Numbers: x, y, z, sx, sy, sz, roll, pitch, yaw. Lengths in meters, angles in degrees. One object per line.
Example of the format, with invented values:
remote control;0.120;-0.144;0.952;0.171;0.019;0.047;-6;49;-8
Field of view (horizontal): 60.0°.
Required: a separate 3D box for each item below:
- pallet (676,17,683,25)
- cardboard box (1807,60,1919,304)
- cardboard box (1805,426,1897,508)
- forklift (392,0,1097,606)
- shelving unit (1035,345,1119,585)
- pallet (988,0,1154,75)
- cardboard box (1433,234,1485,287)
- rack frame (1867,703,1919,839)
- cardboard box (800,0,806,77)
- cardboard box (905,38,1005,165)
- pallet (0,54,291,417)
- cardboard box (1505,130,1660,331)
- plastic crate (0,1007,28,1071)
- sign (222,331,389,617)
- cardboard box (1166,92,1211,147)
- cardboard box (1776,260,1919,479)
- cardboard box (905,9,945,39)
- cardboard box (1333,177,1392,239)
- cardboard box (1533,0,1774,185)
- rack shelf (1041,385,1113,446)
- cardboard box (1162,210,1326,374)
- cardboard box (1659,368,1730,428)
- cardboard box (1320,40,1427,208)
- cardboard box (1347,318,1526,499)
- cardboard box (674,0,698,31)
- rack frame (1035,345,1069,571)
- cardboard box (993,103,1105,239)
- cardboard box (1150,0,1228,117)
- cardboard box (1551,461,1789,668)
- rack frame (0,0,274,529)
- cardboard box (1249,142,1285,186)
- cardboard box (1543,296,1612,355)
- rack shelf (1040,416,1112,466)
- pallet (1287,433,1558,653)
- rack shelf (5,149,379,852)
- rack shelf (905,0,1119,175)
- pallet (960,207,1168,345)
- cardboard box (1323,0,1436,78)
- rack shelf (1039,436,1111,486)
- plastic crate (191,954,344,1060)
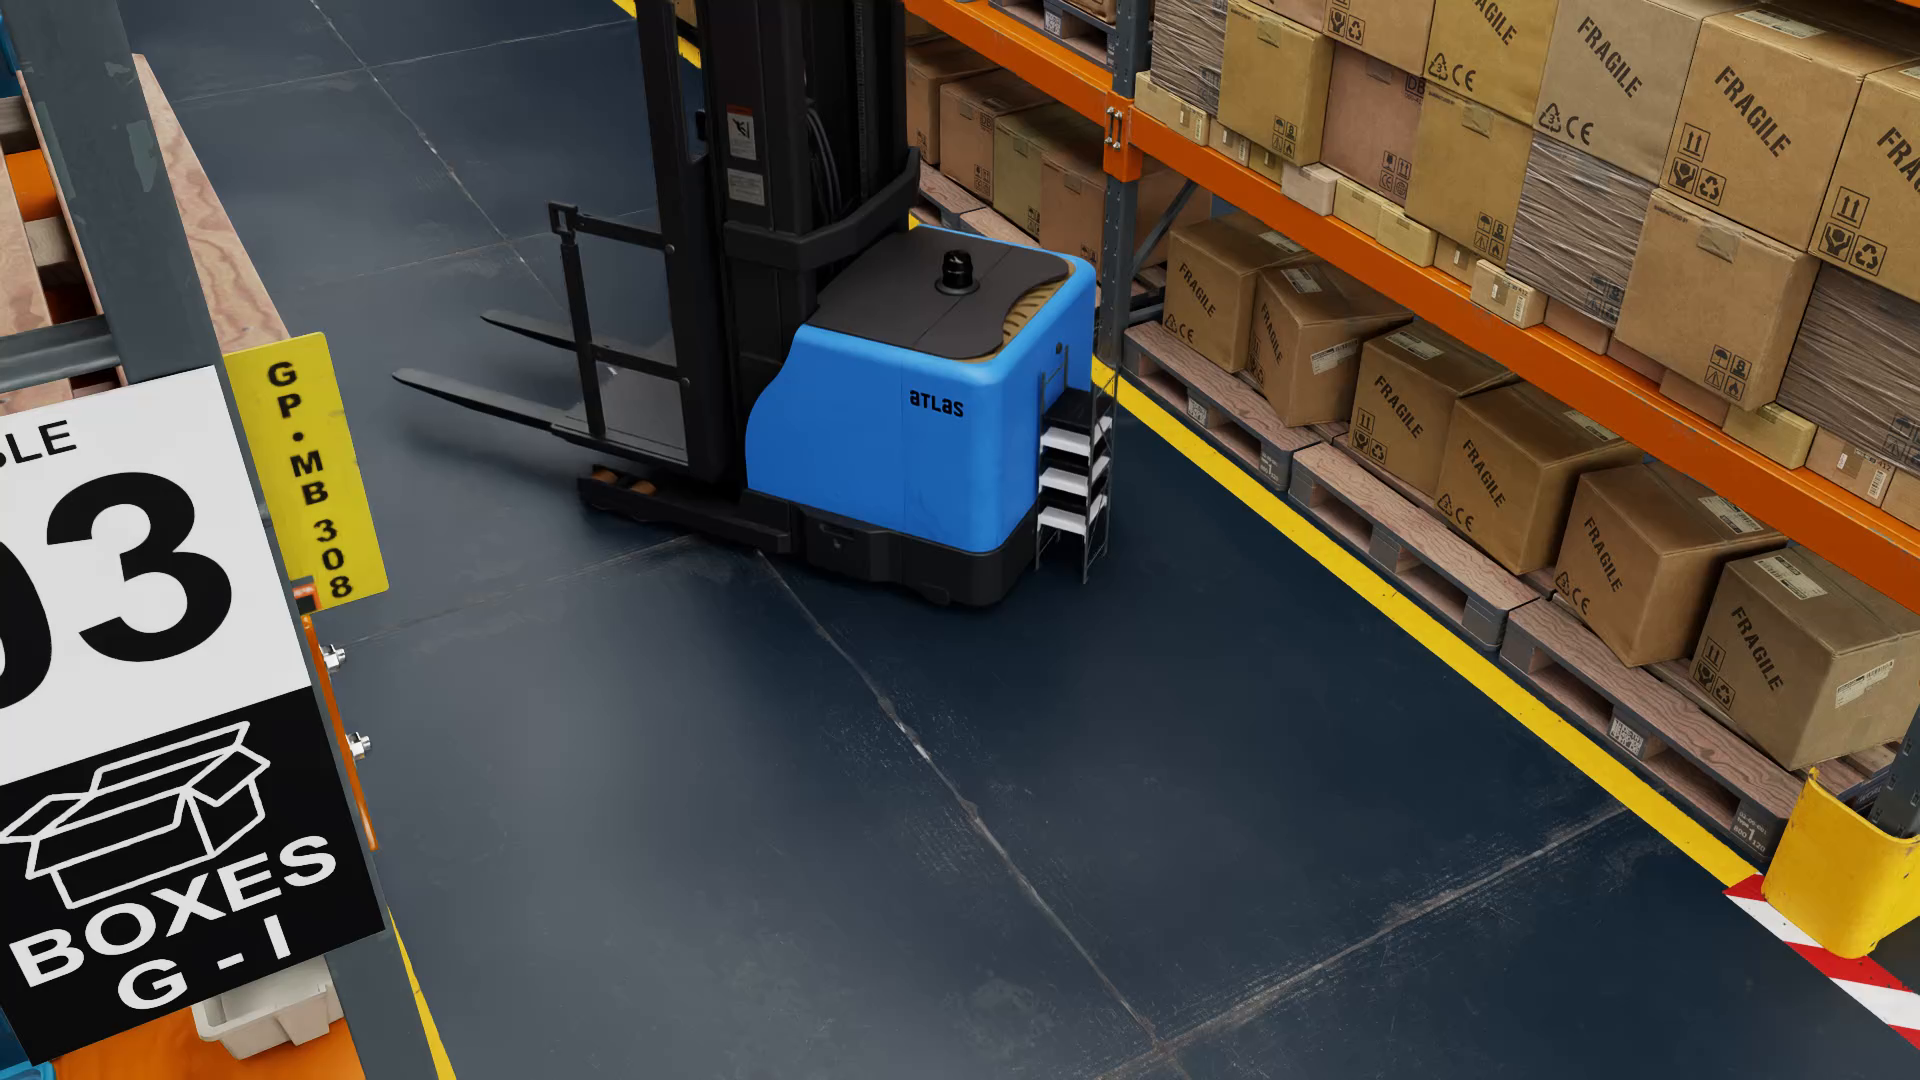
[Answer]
pallet;-1.835;-4.154;12.259;1.003;0.211;1.213;-19;40;-24
cardboard box;2.634;-0.926;4.290;0.500;0.500;0.500;-19;40;-24
cardboard box;2.677;-0.265;4.783;0.380;0.149;0.250;-19;40;-24
forklift;-1.014;-1.522;6.349;3.031;2.935;1.130;16;39;21
shelving unit;0.444;-0.278;6.368;0.210;0.900;0.258;16;39;21
pallet;0.856;-2.550;7.861;1.003;0.211;1.213;-19;40;-24
cardboard box;1.892;-1.019;5.815;0.380;0.149;0.250;-19;40;-24
rack frame;3.124;-0.155;4.418;1.000;3.000;0.127;-19;40;-24
cardboard box;-0.541;-3.067;10.152;0.700;0.500;0.500;-21;41;-26
cardboard box;0.039;-2.501;9.377;0.700;0.500;0.500;-16;39;-20
pallet;-1.490;-0.273;2.197;1.003;0.211;1.213;-19;40;-24
cardboard box;2.302;-1.091;5.363;0.875;0.500;0.500;-19;40;-24
plastic crate;-1.990;0.874;3.137;0.499;0.251;0.408;-19;40;-24
sign;-0.681;-0.063;1.742;0.100;0.325;0.005;-19;40;-24
cardboard box;1.077;-1.763;6.833;0.380;0.149;0.250;-19;40;-24
cardboard box;2.871;-0.604;4.696;0.875;0.500;0.500;-19;40;-24
cardboard box;-0.258;-3.105;9.569;0.500;0.250;0.500;-14;39;-19
cardboard box;1.611;-1.264;6.150;0.380;0.149;0.250;-19;40;-24
cardboard box;2.129;-1.435;4.987;0.500;0.500;0.500;-19;40;-24
rack shelf;0.444;-0.469;6.228;0.200;0.077;0.258;16;39;21
cardboard box;1.281;-1.139;7.529;0.500;0.500;0.500;-20;41;-25
cardboard box;2.395;-0.509;5.117;0.380;0.149;0.250;-19;40;-24
cardboard box;1.846;-1.617;6.083;0.875;0.500;0.500;-19;40;-24
cardboard box;1.955;-0.556;6.731;0.500;0.500;0.500;-23;42;-28
cardboard box;-1.224;-3.904;10.997;1.225;0.875;0.875;-21;41;-26
rack frame;0.353;-0.304;6.403;0.006;0.900;0.240;16;39;21
cardboard box;0.601;-1.931;8.597;0.700;0.500;0.500;-19;40;-24
cardboard box;1.287;-2.107;6.755;0.875;0.500;0.500;-19;40;-24
cardboard box;2.495;0.067;5.878;0.500;0.500;0.500;-9;37;-12
rack frame;-1.159;-1.110;0.640;1.000;3.000;0.127;-19;40;-24
cardboard box;1.360;-1.519;6.499;0.380;0.149;0.250;-19;40;-24
cardboard box;2.160;-0.770;5.474;0.380;0.149;0.250;-19;40;-24
rack shelf;0.444;-0.396;6.281;0.200;0.077;0.258;16;39;21
pallet;2.099;-0.113;6.726;1.003;0.211;1.213;-19;40;-24
rack shelf;-2.163;-0.628;3.133;1.077;0.370;4.000;-19;40;-24
rack shelf;0.109;-2.924;8.820;1.077;0.370;4.000;-19;40;-24
pallet;0.722;-1.465;8.577;1.003;0.211;1.213;-19;40;-24
cardboard box;1.624;-1.944;5.684;0.500;0.500;0.500;-19;40;-24
rack shelf;0.444;-0.324;6.334;0.200;0.077;0.258;16;39;21
plastic crate;-1.330;0.868;3.242;0.298;0.136;0.250;-19;40;-24
